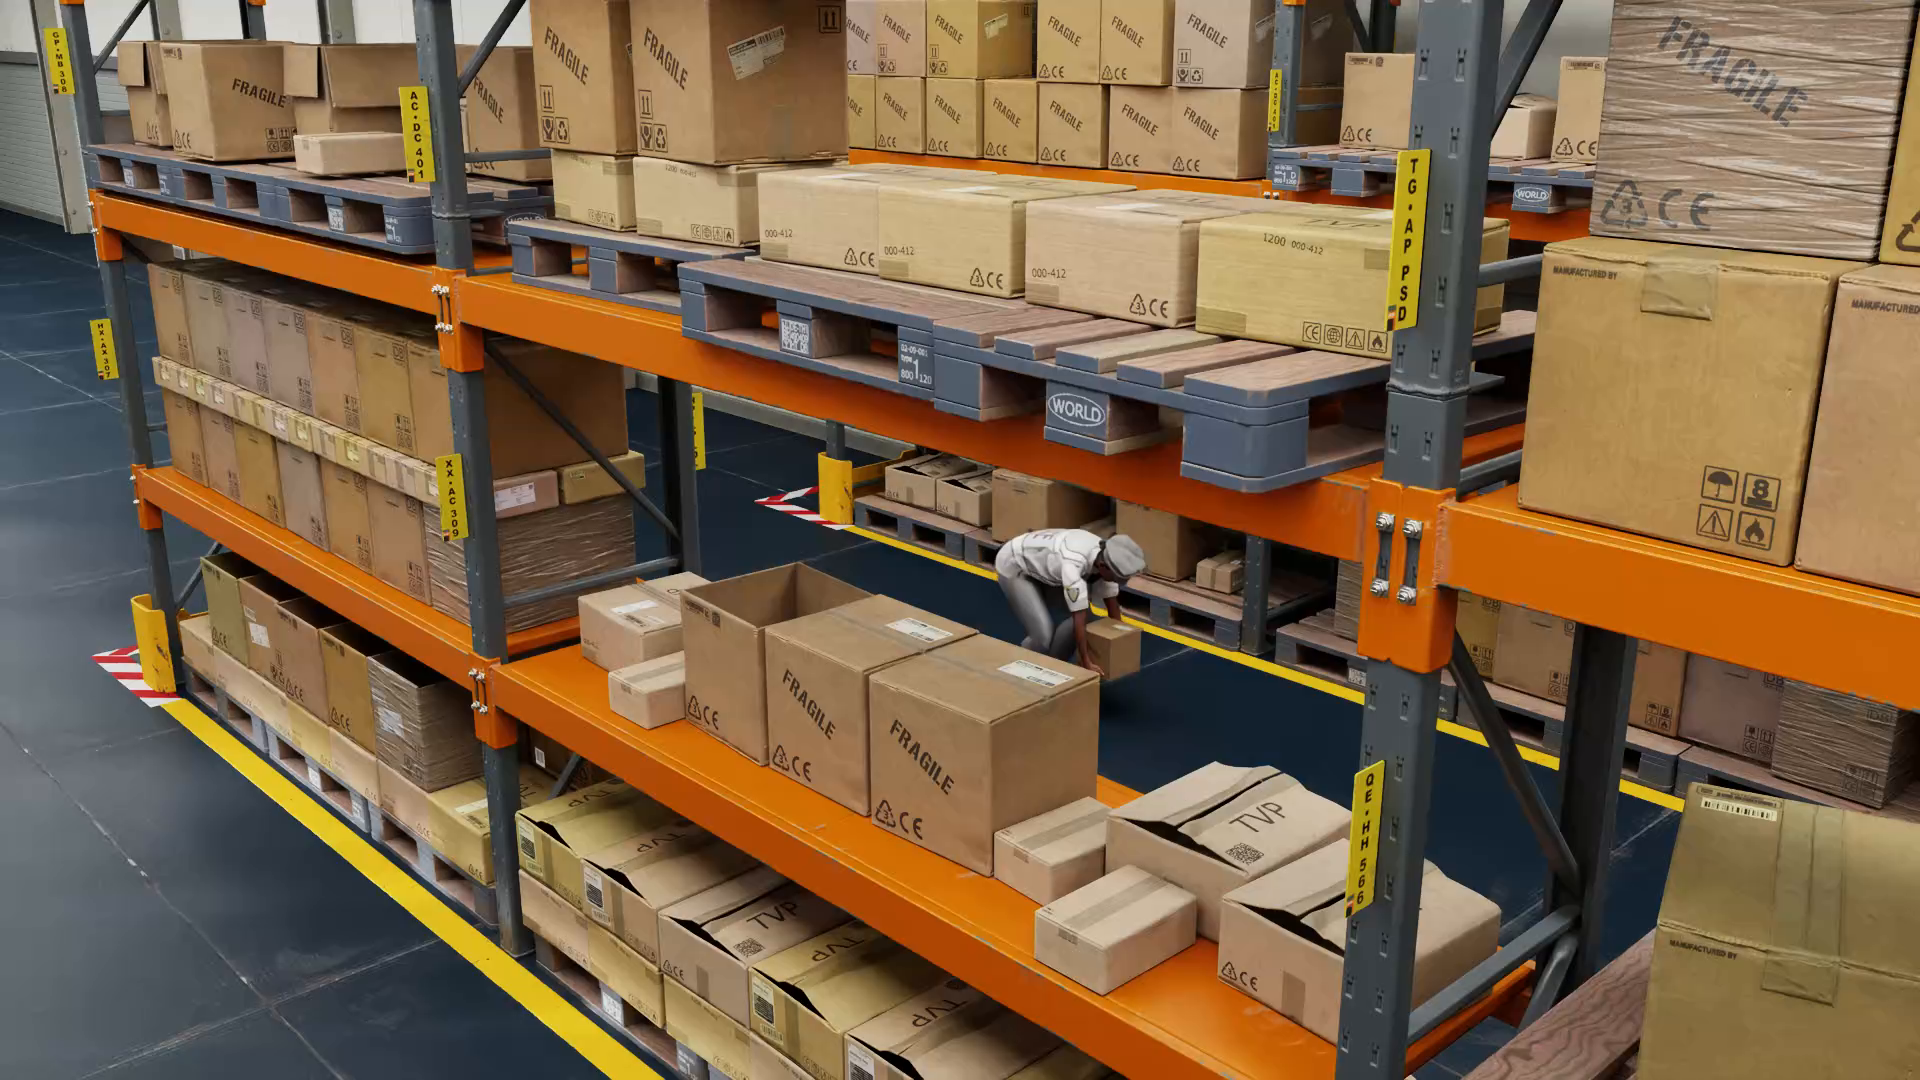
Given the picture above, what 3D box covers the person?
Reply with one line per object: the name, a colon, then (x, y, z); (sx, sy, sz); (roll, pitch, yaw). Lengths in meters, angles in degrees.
person: (0.614, 0.406, 9.321); (0.933, 1.029, 0.464); (16, 24, 41)
